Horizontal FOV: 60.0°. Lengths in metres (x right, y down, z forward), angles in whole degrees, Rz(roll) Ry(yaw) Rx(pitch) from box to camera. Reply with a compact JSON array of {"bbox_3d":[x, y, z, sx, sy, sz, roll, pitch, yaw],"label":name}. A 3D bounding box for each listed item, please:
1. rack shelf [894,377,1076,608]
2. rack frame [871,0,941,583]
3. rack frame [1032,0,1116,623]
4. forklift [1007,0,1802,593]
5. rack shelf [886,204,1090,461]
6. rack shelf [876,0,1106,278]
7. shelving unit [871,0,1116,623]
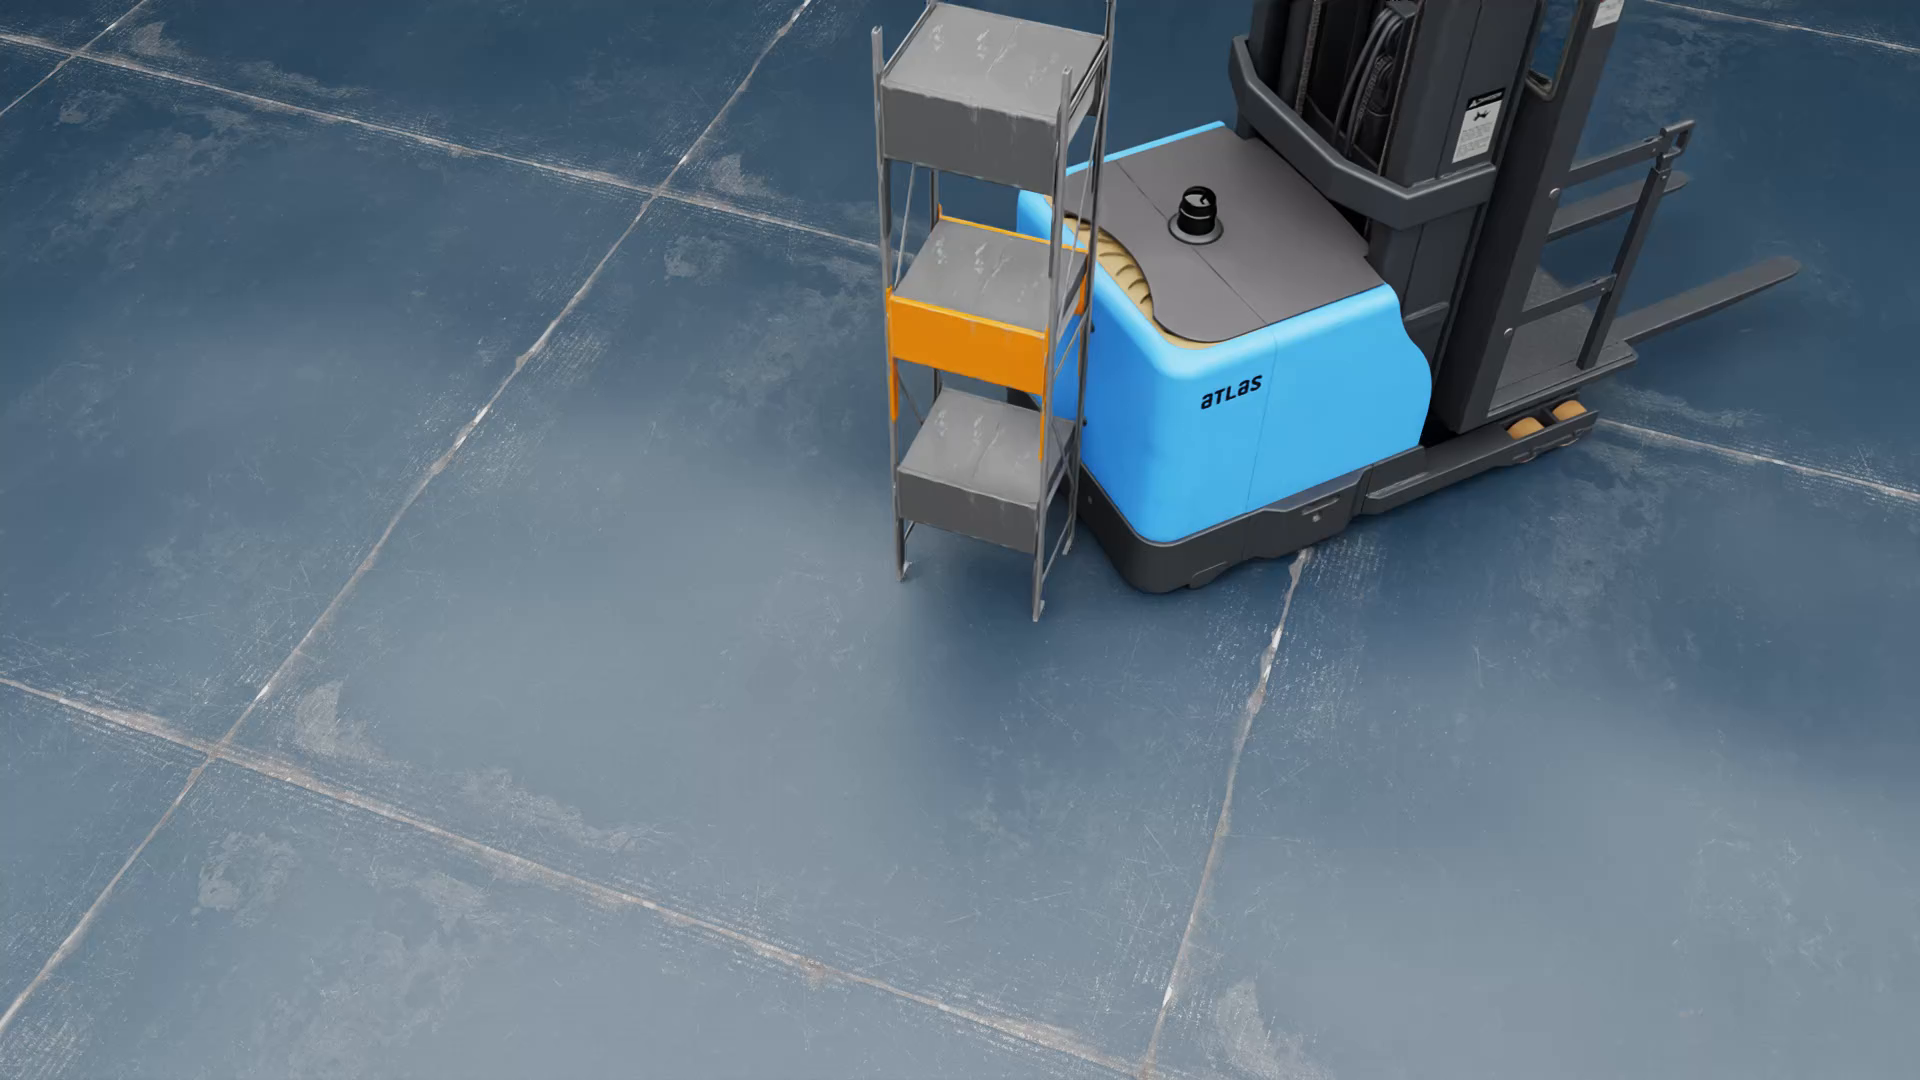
[{"bbox_3d":[0.090,-0.154,5.438,0.480,0.518,0.431,16,51,13],"label":"rack shelf"},{"bbox_3d":[-0.139,-0.686,4.955,0.015,2.100,0.400,16,51,13],"label":"rack frame"},{"bbox_3d":[0.318,-0.556,4.842,0.015,2.100,0.400,16,51,13],"label":"rack frame"},{"bbox_3d":[1.723,-1.575,5.176,3.031,2.935,1.130,-21,52,-17],"label":"forklift"},{"bbox_3d":[0.090,-0.612,4.909,0.480,0.518,0.431,16,51,13],"label":"rack shelf"},{"bbox_3d":[0.090,-1.071,4.380,0.480,0.518,0.431,16,51,13],"label":"rack shelf"},{"bbox_3d":[0.090,-0.621,4.899,0.503,2.100,0.431,16,51,13],"label":"shelving unit"}]
